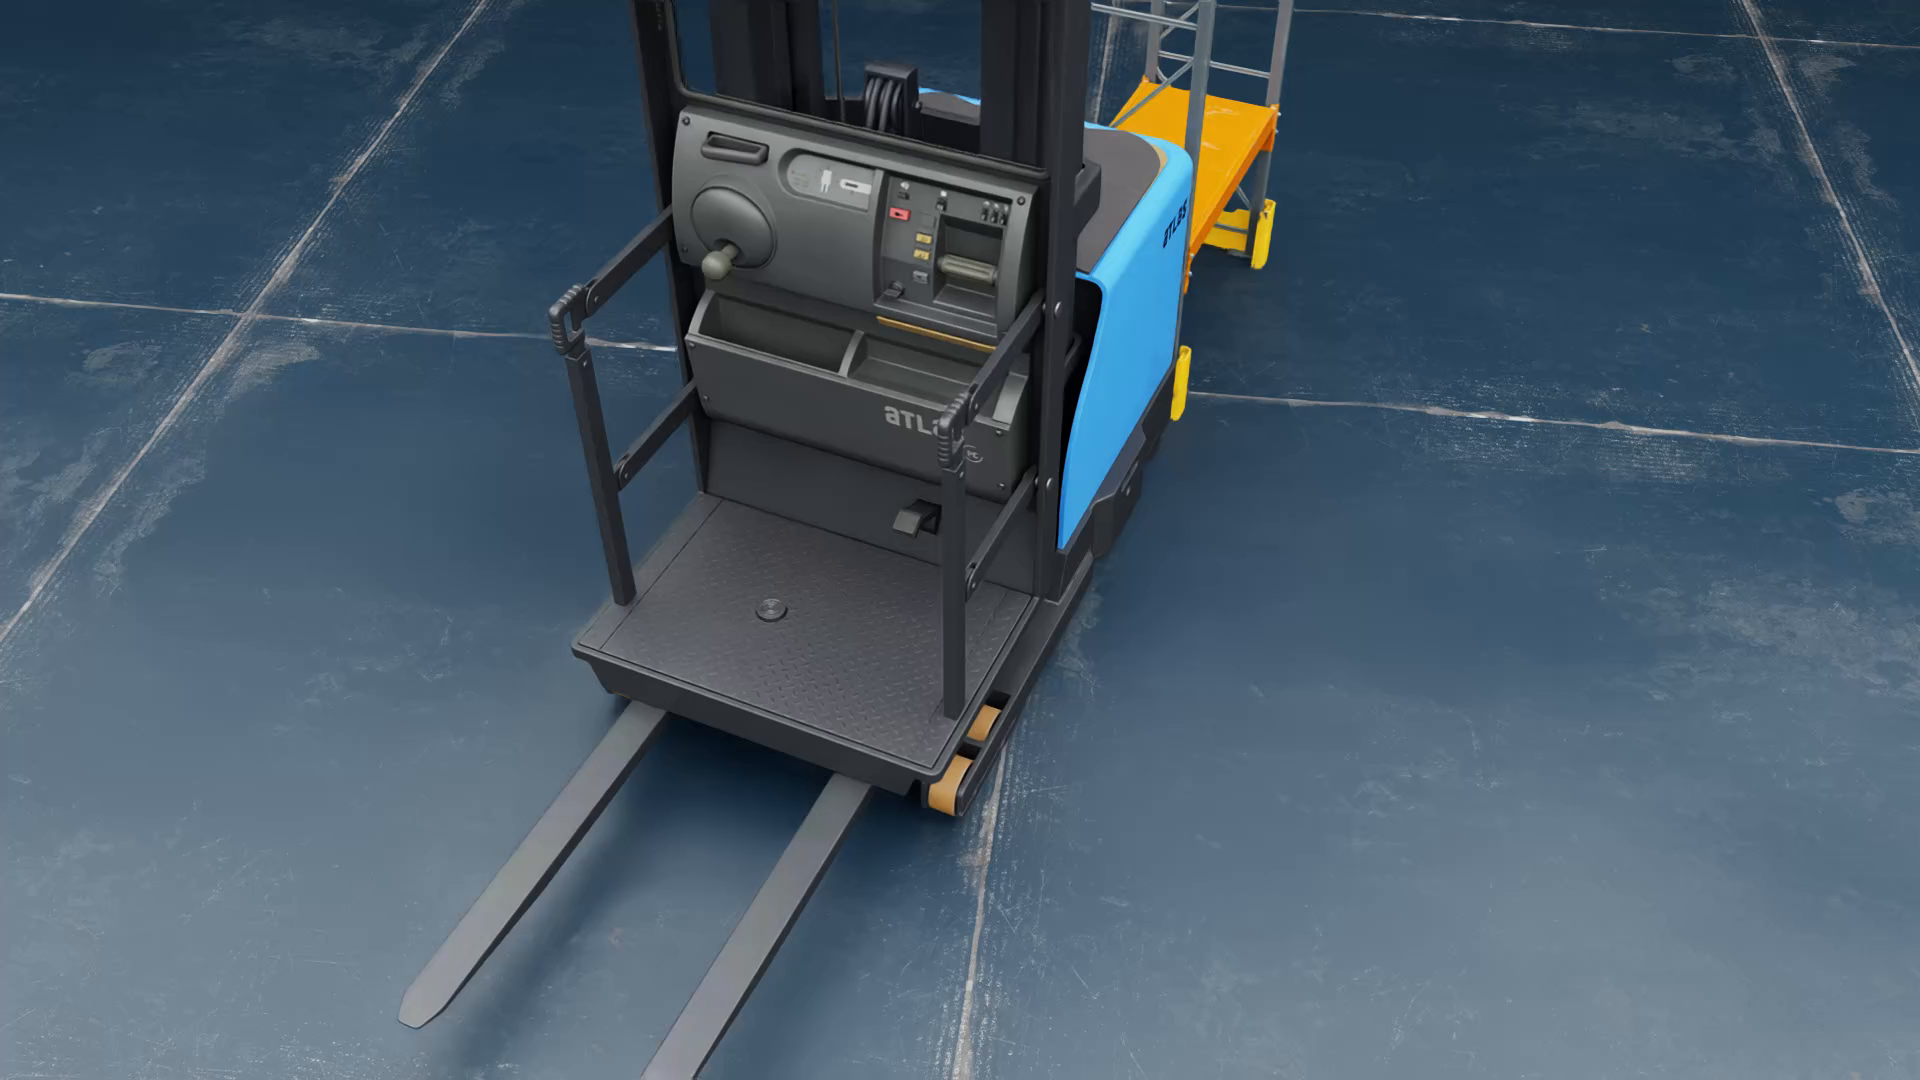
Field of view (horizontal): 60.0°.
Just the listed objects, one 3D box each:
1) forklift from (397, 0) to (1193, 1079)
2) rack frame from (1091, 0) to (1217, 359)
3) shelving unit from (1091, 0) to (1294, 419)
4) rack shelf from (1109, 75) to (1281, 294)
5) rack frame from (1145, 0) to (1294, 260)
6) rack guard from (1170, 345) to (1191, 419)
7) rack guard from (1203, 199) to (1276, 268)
[{"bbox_3d":[-0.358,-0.669,3.825,1.130,2.935,3.031,17,46,17],"label":"forklift"},{"bbox_3d":[0.494,-1.061,5.280,0.500,1.500,0.032,17,46,17],"label":"rack frame"},{"bbox_3d":[0.698,-1.374,5.610,0.587,1.500,1.083,17,46,17],"label":"shelving unit"},{"bbox_3d":[0.702,-1.249,5.740,0.538,0.185,1.000,17,46,17],"label":"rack shelf"},{"bbox_3d":[0.909,-1.699,5.953,0.500,1.500,0.032,17,46,17],"label":"rack frame"},{"bbox_3d":[0.494,-0.608,5.710,0.587,0.250,0.087,17,46,17],"label":"rack guard"},{"bbox_3d":[0.901,-1.233,6.370,0.587,0.250,0.087,17,46,17],"label":"rack guard"}]
